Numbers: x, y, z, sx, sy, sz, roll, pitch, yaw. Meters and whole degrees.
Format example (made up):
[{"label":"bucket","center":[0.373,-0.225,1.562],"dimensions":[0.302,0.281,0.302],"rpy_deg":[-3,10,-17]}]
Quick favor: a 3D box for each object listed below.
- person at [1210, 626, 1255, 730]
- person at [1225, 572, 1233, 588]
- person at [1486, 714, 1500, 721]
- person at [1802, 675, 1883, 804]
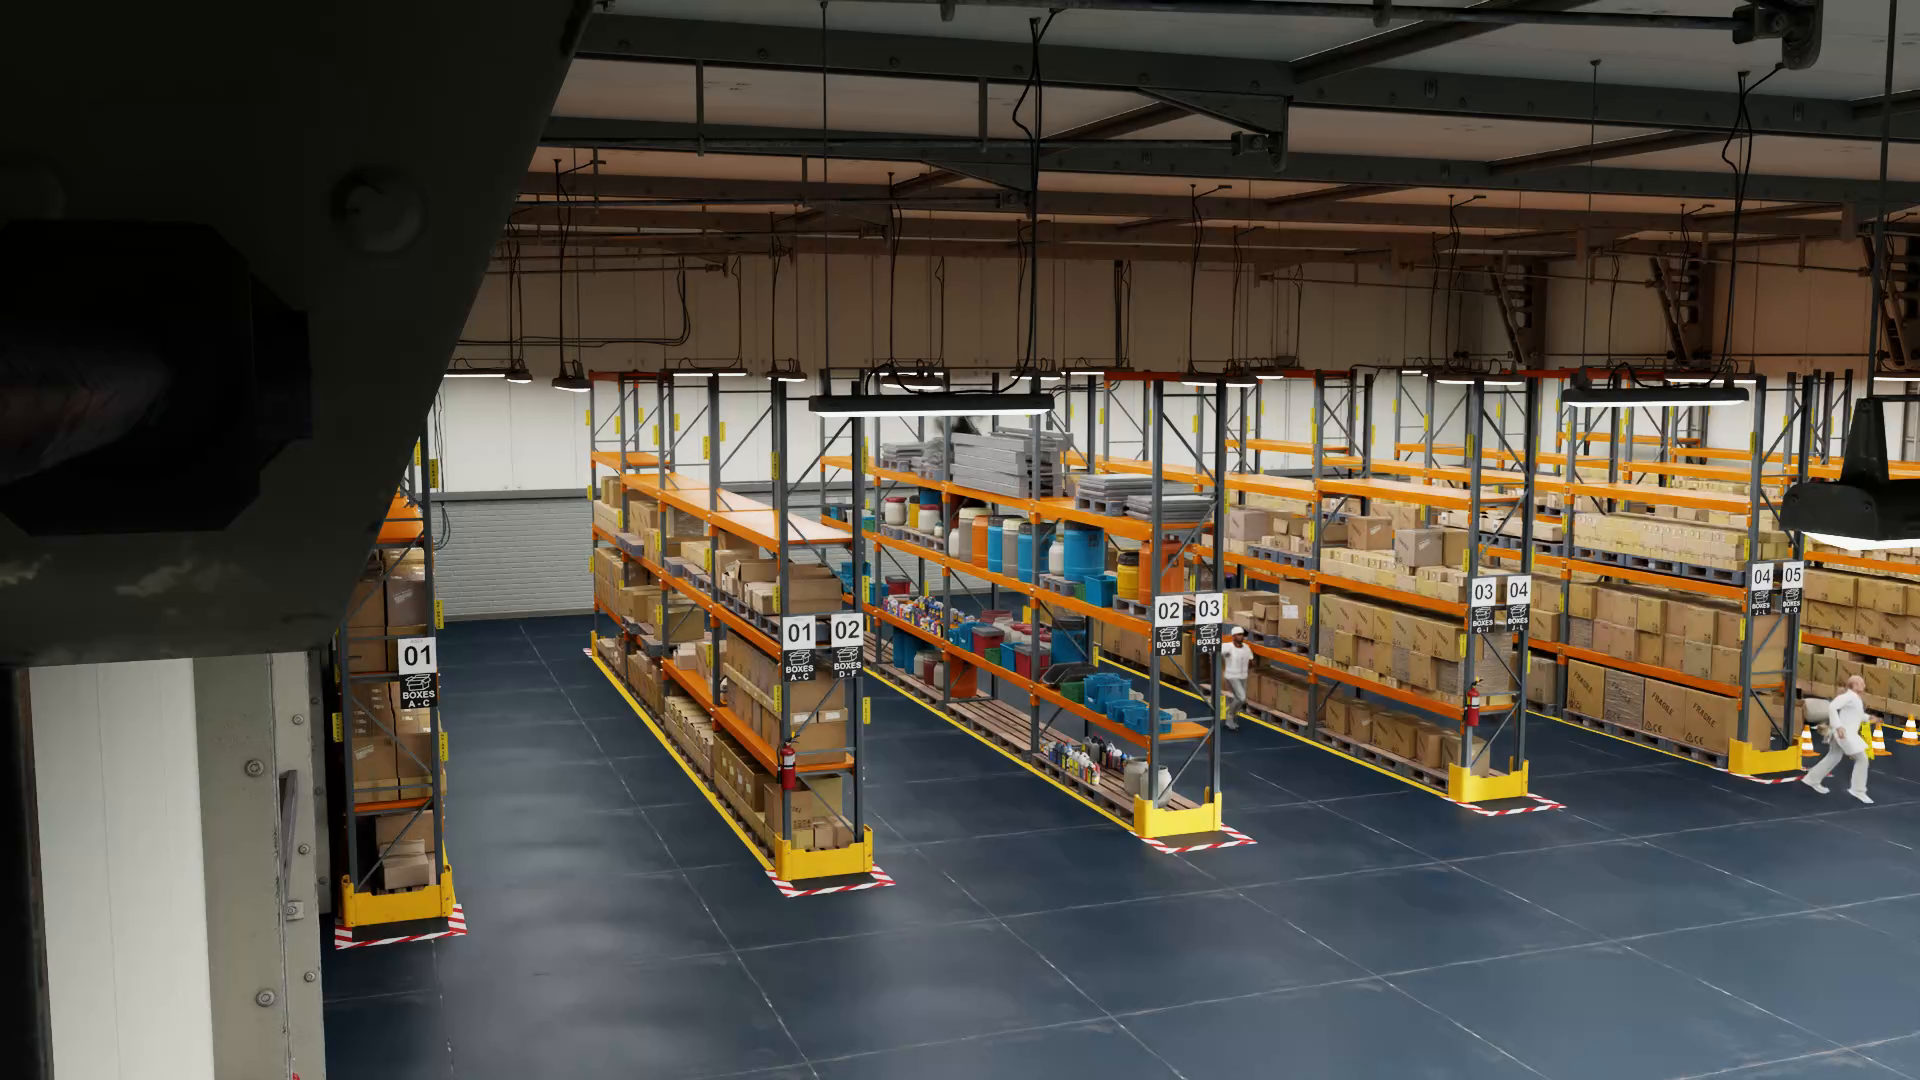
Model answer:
[{"label":"person","center":[4.662,2.320,27.925],"dimensions":[0.692,1.740,0.662],"rpy_deg":[-4,8,-32]},{"label":"person","center":[6.689,0.928,41.521],"dimensions":[0.774,1.625,0.553],"rpy_deg":[-4,7,-31]},{"label":"person","center":[9.038,2.270,28.995],"dimensions":[0.606,1.648,0.924],"rpy_deg":[-4,7,-30]},{"label":"person","center":[12.581,2.820,23.691],"dimensions":[0.988,1.826,0.623],"rpy_deg":[3,7,23]}]
